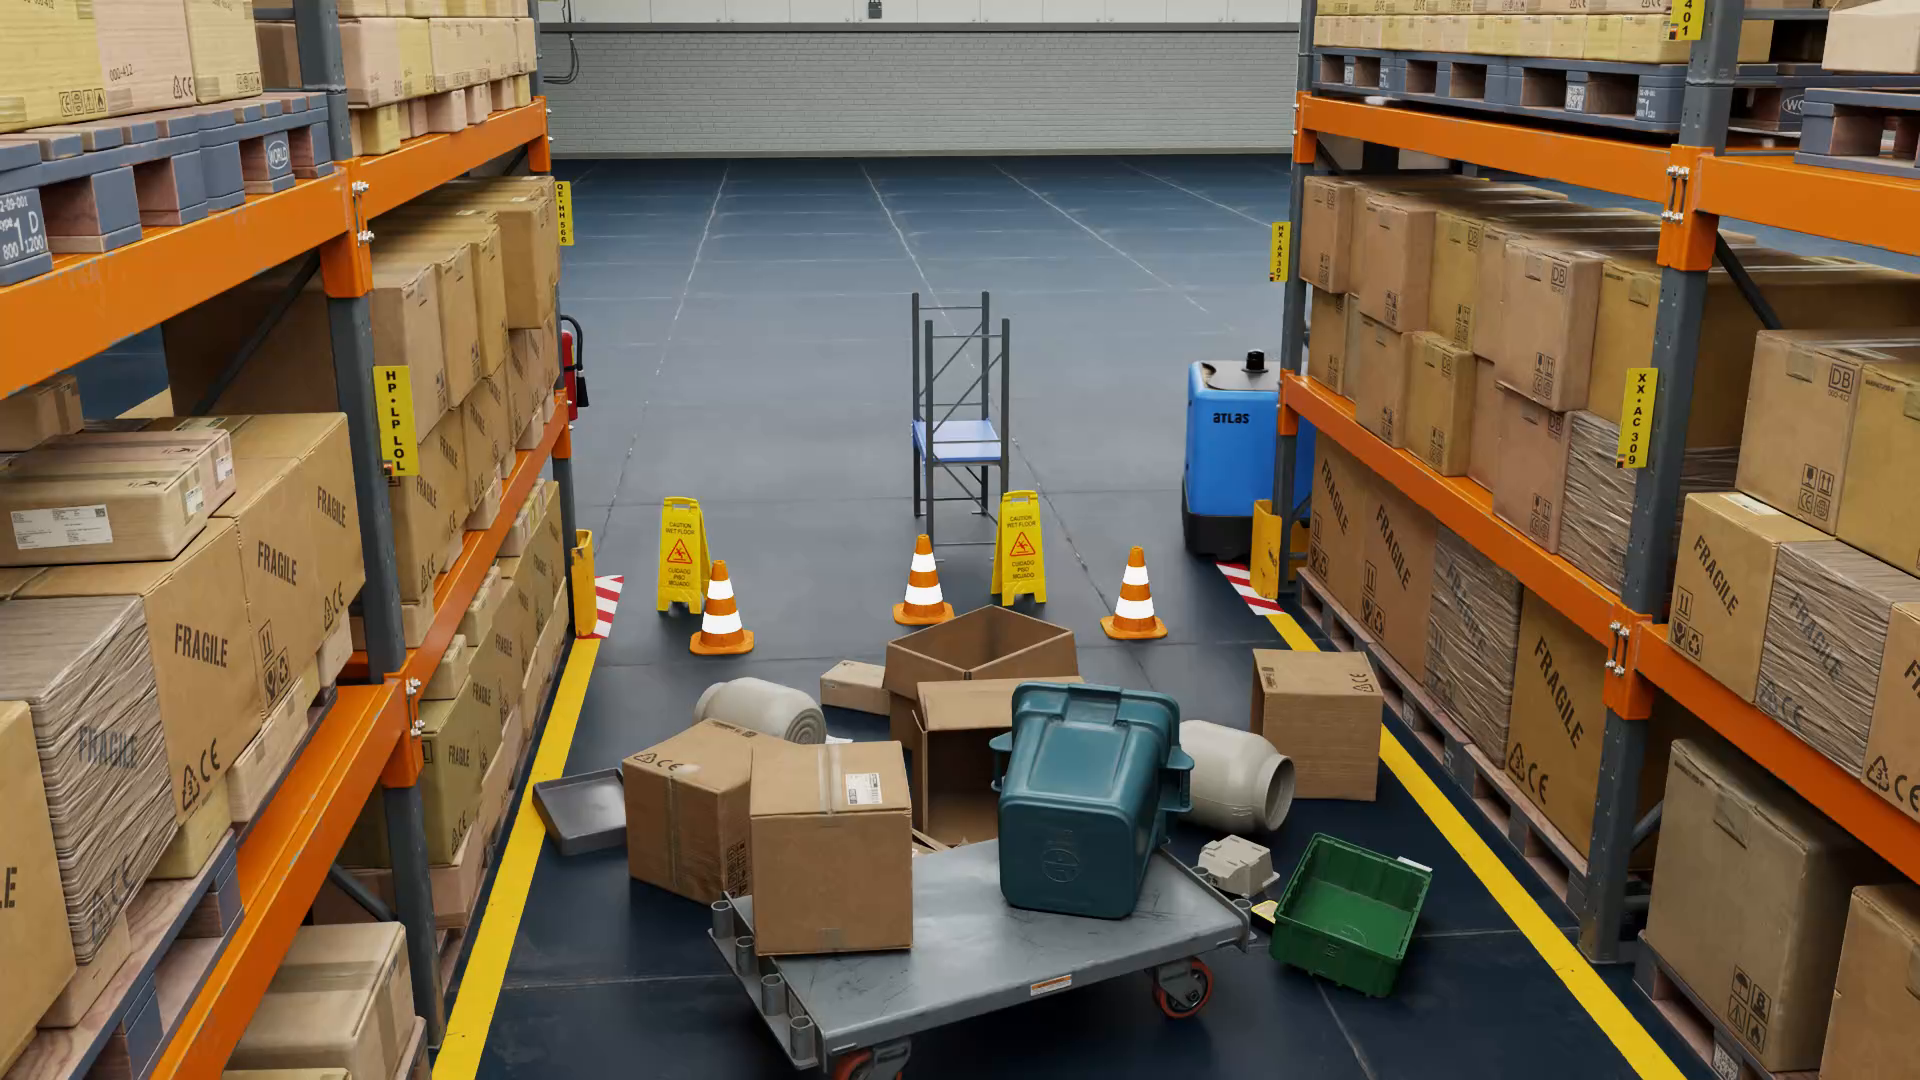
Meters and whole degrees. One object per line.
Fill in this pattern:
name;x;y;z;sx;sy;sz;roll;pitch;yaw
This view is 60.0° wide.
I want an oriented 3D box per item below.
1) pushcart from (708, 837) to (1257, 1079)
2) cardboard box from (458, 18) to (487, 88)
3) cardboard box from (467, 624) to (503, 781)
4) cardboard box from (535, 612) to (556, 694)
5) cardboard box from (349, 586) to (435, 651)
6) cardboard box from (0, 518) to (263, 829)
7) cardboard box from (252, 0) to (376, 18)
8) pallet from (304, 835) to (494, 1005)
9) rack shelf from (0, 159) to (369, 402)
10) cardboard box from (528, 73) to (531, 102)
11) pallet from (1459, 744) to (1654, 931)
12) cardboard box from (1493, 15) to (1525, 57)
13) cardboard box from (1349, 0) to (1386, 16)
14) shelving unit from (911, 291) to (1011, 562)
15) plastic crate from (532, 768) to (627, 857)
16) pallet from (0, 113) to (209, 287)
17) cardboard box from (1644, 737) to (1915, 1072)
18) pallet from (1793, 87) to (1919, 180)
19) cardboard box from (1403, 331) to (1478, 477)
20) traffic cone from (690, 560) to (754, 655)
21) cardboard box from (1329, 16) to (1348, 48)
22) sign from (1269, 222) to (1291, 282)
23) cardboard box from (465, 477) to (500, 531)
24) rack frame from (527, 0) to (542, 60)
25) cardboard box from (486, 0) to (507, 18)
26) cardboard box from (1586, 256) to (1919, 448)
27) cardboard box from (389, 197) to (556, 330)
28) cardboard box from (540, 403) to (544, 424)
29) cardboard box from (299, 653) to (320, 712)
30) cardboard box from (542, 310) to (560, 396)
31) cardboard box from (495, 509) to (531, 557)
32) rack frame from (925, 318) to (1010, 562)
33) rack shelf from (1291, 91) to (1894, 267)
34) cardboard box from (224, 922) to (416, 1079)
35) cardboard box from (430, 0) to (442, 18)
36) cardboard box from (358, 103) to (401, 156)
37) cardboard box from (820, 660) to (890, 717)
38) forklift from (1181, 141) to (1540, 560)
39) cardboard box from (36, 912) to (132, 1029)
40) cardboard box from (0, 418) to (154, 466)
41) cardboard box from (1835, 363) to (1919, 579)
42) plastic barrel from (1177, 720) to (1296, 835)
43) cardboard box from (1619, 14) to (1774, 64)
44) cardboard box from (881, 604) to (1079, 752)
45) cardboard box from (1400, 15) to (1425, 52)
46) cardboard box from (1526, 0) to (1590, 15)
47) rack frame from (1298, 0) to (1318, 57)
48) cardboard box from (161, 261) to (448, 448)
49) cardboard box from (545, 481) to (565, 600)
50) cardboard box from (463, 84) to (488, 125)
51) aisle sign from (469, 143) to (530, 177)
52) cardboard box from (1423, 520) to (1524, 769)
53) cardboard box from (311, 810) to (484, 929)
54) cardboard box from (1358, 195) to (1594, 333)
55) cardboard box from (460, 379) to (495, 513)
pushcart;0.073;1.392;5.614;1.648;0.377;0.936;-8;19;-25
cardboard box;-2.118;-1.868;6.366;0.500;0.250;0.500;-2;18;-5
cardboard box;-2.049;0.636;6.279;0.500;0.500;0.500;-1;17;-3
cardboard box;-2.206;0.533;7.861;0.500;0.250;0.500;-2;18;-5
cardboard box;-1.903;0.242;5.317;0.380;0.149;0.250;-2;18;-6
cardboard box;-1.814;0.268;3.450;0.500;0.500;0.500;-1;17;-4
cardboard box;-1.898;-1.570;4.749;0.380;0.149;0.250;-2;18;-7
pallet;-2.294;1.357;6.001;1.003;0.211;1.213;-2;18;-6
rack shelf;-1.983;-0.266;2.710;1.077;0.370;4.000;-2;18;-6
cardboard box;-2.287;-2.179;8.023;0.380;0.149;0.250;-2;18;-5
pallet;2.723;1.144;6.679;1.003;0.211;1.213;-2;18;-6
cardboard box;2.263;-1.918;6.321;0.380;0.149;0.250;-2;17;-5
cardboard box;2.159;-2.595;7.814;0.500;0.250;0.500;-2;18;-6
shelving unit;-0.009;-0.741;10.533;0.538;1.500;1.048;-2;18;-6
plastic crate;-1.536;1.126;6.957;0.402;0.080;0.583;-8;19;-25
pallet;-2.122;-0.619;2.948;1.213;0.211;1.003;-2;18;-6
cardboard box;2.877;1.098;5.226;1.050;0.750;0.750;-2;18;-6
pallet;2.867;-1.025;4.246;0.805;0.209;1.217;-2;18;-8
cardboard box;2.501;-0.621;7.396;0.875;0.550;0.500;-2;18;-6
traffic cone;-1.275;0.333;8.844;0.336;0.463;0.334;-2;18;-6
cardboard box;2.054;-2.520;8.240;0.380;0.149;0.250;-2;18;-5
sign;1.758;-1.584;9.138;0.100;0.325;0.005;-2;18;-6
cardboard box;-2.026;-0.139;6.532;0.380;0.149;0.250;-2;18;-5
rack frame;-2.602;-3.828;7.847;1.000;3.000;0.127;-2;18;-6
cardboard box;-2.241;-2.412;7.433;0.380;0.149;0.250;-2;18;-6
cardboard box;2.720;-0.655;5.702;0.875;0.550;0.550;-2;18;-6
cardboard box;-2.133;-1.187;7.118;0.700;0.500;0.500;-2;18;-6
cardboard box;-2.209;-0.592;7.974;0.380;0.149;0.250;-2;18;-7
cardboard box;-1.852;0.369;4.211;0.380;0.149;0.250;-2;18;-7
cardboard box;-2.272;-1.002;8.198;0.500;0.500;0.500;-2;18;-7
cardboard box;-2.107;-0.030;7.319;0.380;0.149;0.250;-1;17;-3
rack frame;0.044;-0.590;10.051;0.500;1.500;0.032;-2;18;-6
rack shelf;2.517;-1.641;7.089;1.077;0.370;4.000;-2;18;-6
cardboard box;-2.133;1.436;4.783;0.950;0.372;0.625;-2;17;-5
cardboard box;-2.086;-1.956;5.980;0.380;0.149;0.250;-2;18;-6
cardboard box;-1.947;-1.266;5.112;0.380;0.149;0.250;-2;18;-6
cardboard box;-0.458;0.722;8.128;0.380;0.149;0.250;8;19;23
forklift;2.945;-1.366;10.136;3.031;2.935;1.130;2;17;5
cardboard box;-1.744;0.752;2.993;0.380;0.149;0.250;-1;17;-4
cardboard box;-2.427;-0.015;4.354;0.500;0.500;0.500;-1;17;-4
cardboard box;2.836;-0.181;4.409;0.700;0.500;0.500;-2;18;-7
plastic barrel;1.081;0.982;6.844;0.512;0.421;0.421;11;21;32
cardboard box;2.368;-1.615;5.357;0.380;0.149;0.250;-2;18;-6
cardboard box;0.097;0.670;7.701;0.637;0.503;0.797;16;24;42
cardboard box;2.158;-2.220;7.284;0.380;0.149;0.250;-2;18;-6
cardboard box;2.365;-1.996;5.905;0.500;0.250;0.500;-2;18;-6
rack frame;2.311;-4.011;8.430;1.000;3.000;0.127;-2;18;-6
cardboard box;-2.019;-0.578;5.179;0.700;0.500;0.500;-2;18;-6
cardboard box;-2.260;0.019;8.247;0.500;0.500;0.500;-2;18;-5
cardboard box;-2.084;-1.723;6.569;0.380;0.149;0.250;-2;18;-6
aisle sign;-2.320;-2.233;8.443;0.394;0.787;0.004;-2;18;-6
cardboard box;2.631;0.398;7.246;0.875;0.875;0.875;-2;18;-5
cardboard box;-1.982;1.153;5.885;0.500;0.250;0.500;-3;18;-8
cardboard box;2.382;-1.292;7.730;0.875;0.550;0.550;-2;18;-6
cardboard box;-2.072;-0.402;6.287;0.500;0.500;0.500;-2;18;-6
